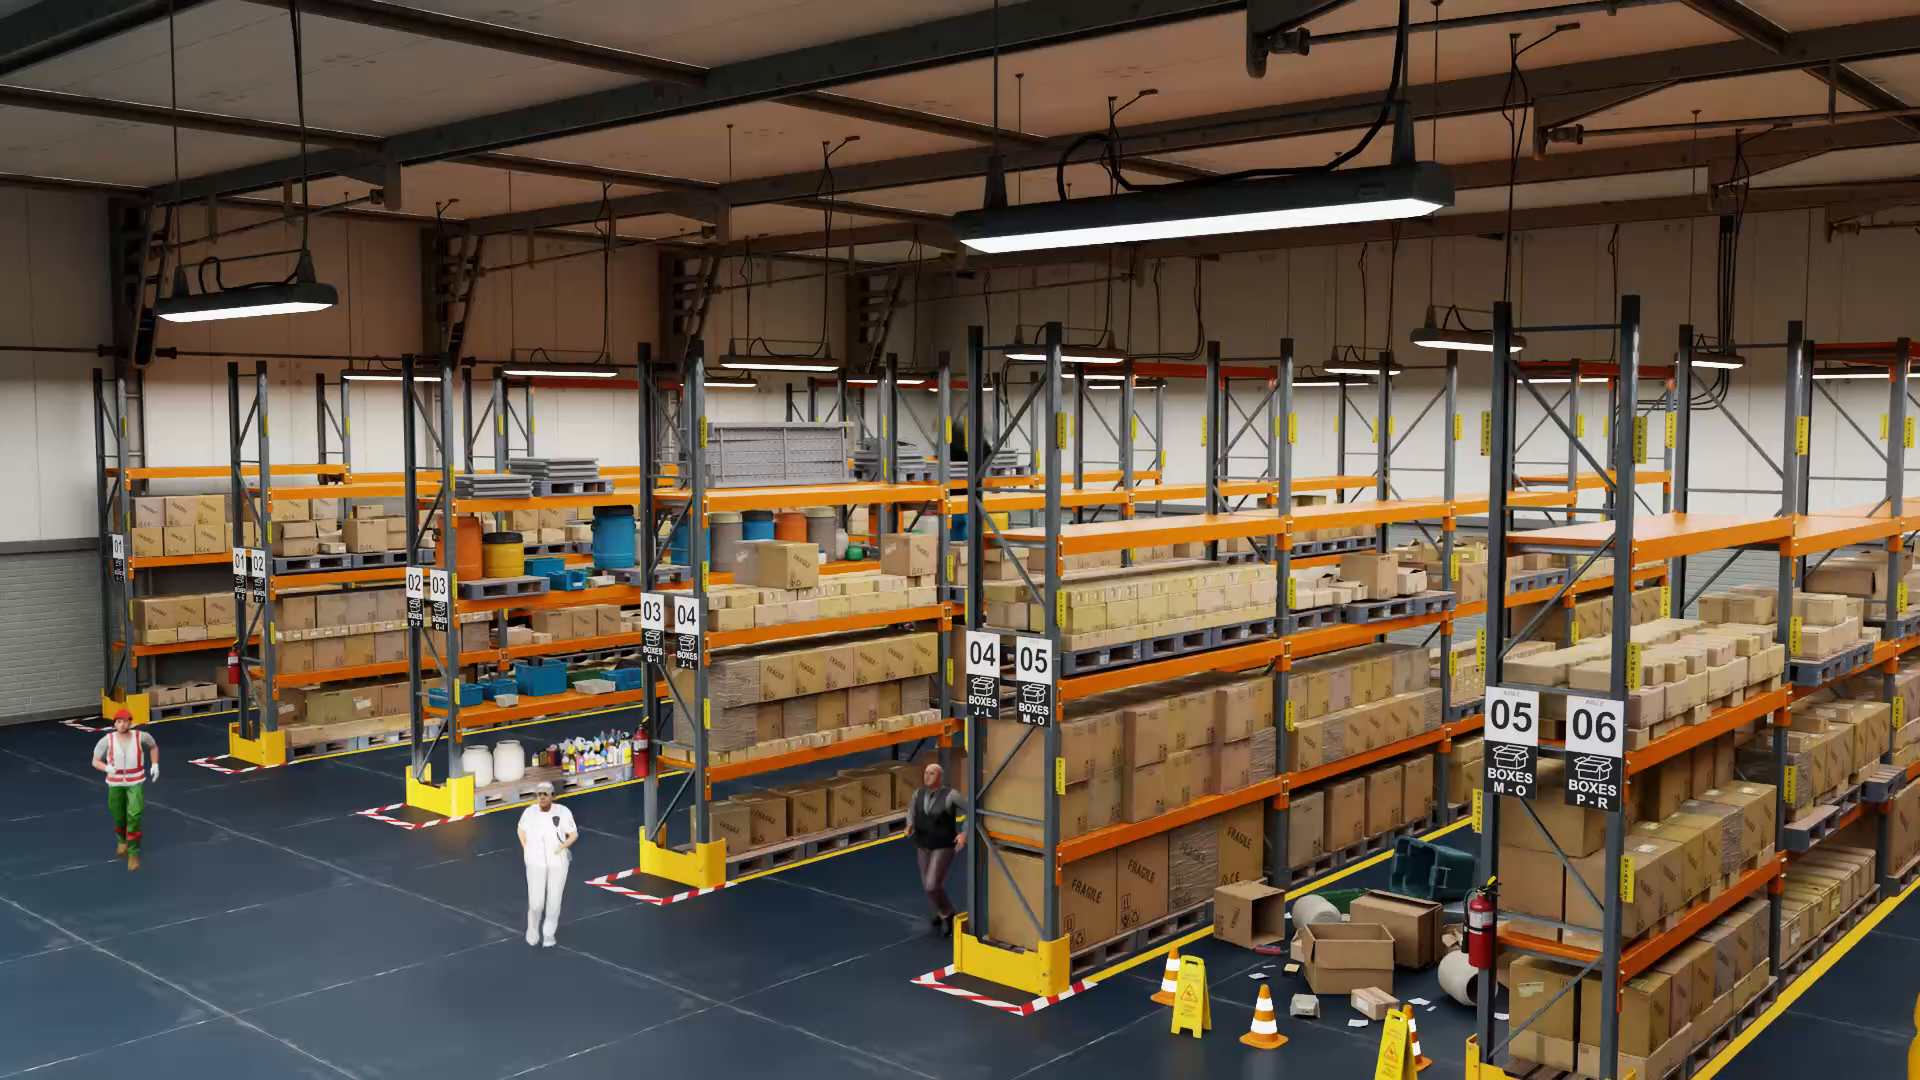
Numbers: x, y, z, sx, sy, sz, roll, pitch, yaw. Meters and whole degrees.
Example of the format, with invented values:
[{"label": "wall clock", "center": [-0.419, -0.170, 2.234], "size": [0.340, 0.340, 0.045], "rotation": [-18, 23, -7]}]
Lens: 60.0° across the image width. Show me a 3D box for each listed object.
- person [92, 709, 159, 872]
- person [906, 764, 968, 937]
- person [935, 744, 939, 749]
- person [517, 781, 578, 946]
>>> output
[{"label": "person", "center": [-9.649, 2.850, 19.252], "size": [0.684, 1.829, 0.854], "rotation": [-2, 5, -23]}, {"label": "person", "center": [-0.253, 3.102, 16.596], "size": [0.685, 1.739, 0.692], "rotation": [3, 5, 33]}, {"label": "person", "center": [-0.241, 2.395, 25.418], "size": [0.509, 1.557, 0.561], "rotation": [2, 5, 26]}, {"label": "person", "center": [-4.006, 3.155, 16.152], "size": [0.586, 1.633, 0.592], "rotation": [-1, 4, -11]}]
